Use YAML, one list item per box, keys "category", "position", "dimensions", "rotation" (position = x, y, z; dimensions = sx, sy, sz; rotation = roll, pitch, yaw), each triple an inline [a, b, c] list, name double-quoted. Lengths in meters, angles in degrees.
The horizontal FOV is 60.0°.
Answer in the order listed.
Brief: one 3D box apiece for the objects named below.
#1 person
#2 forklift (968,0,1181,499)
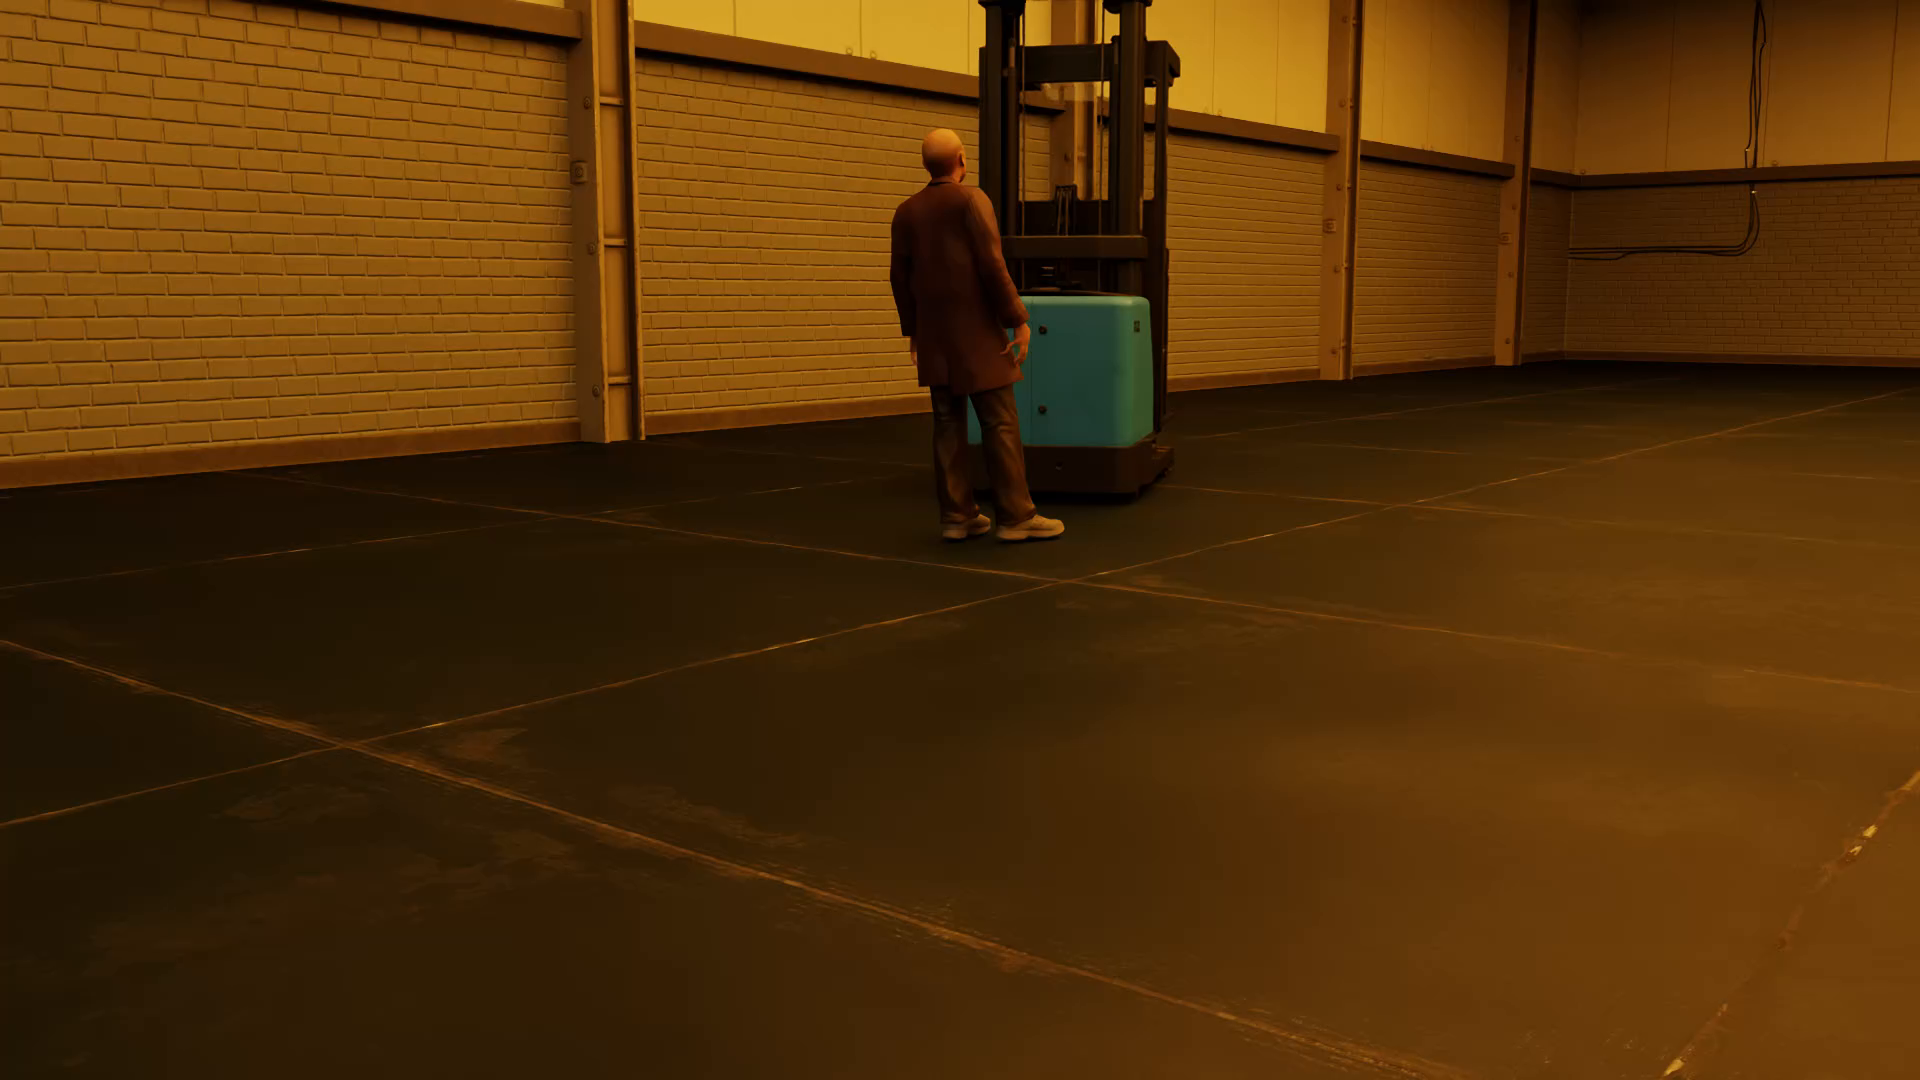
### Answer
- category: "person"
  position: [0.061, -0.896, 7.342]
  dimensions: [0.696, 1.775, 0.582]
  rotation: [7, 11, 38]
- category: "forklift"
  position: [0.705, -1.843, 9.877]
  dimensions: [1.130, 2.935, 3.031]
  rotation: [2, 9, 13]
